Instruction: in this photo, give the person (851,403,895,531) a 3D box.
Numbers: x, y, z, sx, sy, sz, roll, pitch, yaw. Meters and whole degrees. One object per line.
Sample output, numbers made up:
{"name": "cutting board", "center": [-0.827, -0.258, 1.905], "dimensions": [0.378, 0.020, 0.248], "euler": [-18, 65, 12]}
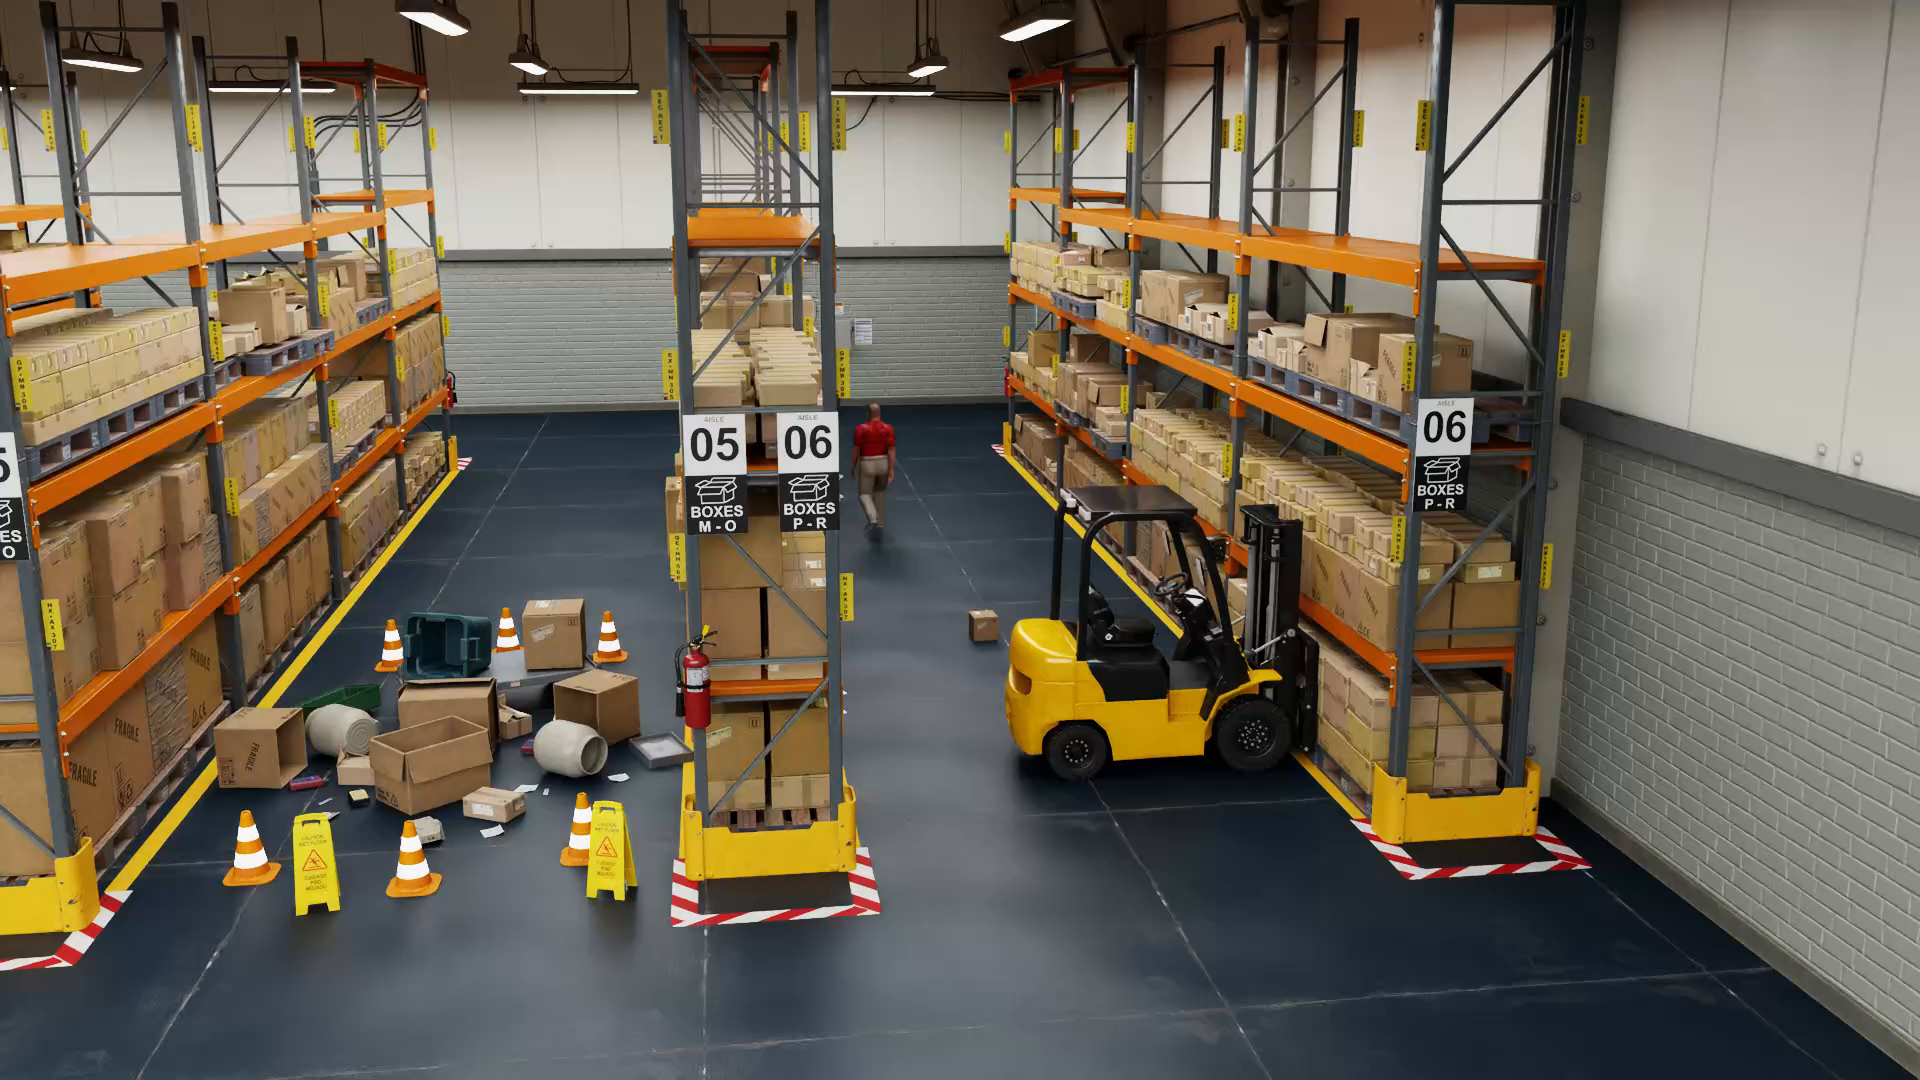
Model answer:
{"name": "person", "center": [-1.125, -0.943, 21.565], "dimensions": [0.538, 1.685, 0.881], "euler": [-4, 14, -17]}
